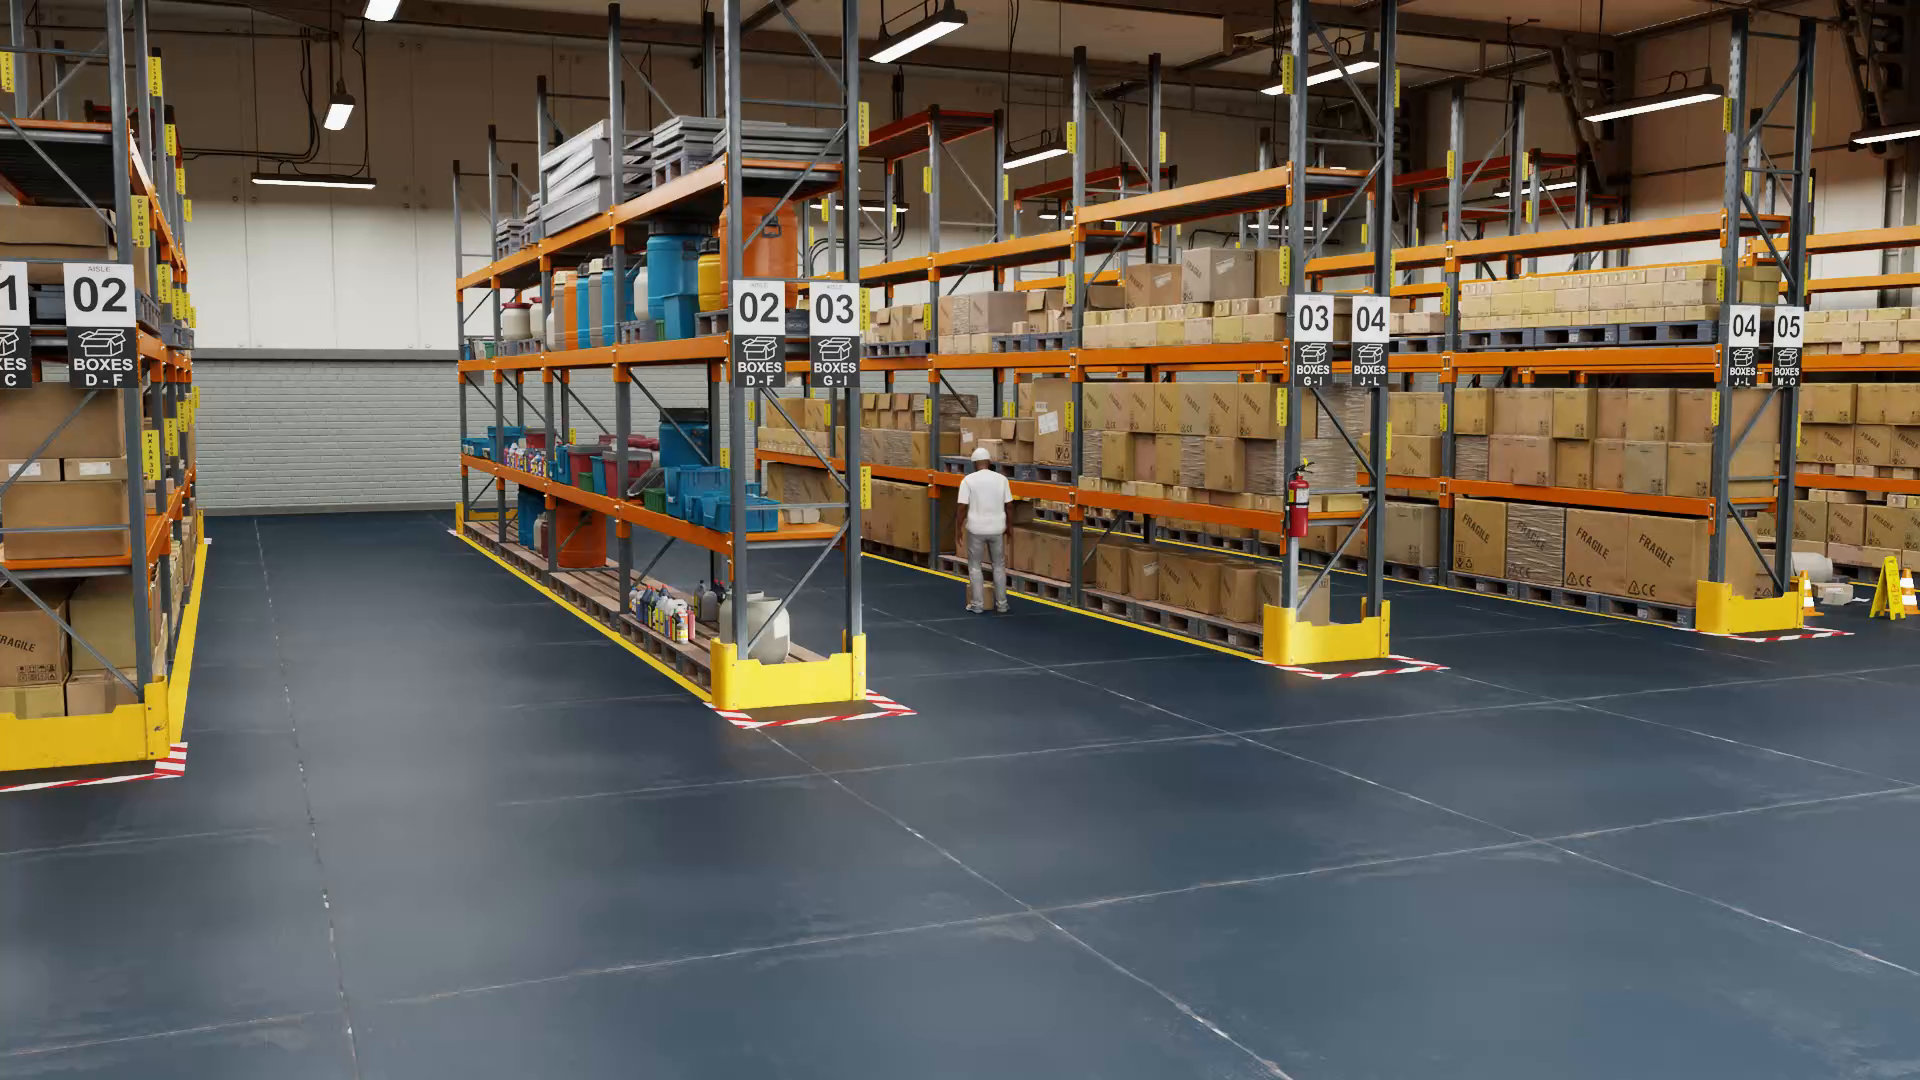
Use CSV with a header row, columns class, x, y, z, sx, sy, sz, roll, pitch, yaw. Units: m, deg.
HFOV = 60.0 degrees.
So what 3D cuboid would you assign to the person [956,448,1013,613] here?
class,x,y,z,sx,sy,sz,roll,pitch,yaw
person,0.261,-0.107,17.813,0.635,1.760,0.455,-1,5,-13
